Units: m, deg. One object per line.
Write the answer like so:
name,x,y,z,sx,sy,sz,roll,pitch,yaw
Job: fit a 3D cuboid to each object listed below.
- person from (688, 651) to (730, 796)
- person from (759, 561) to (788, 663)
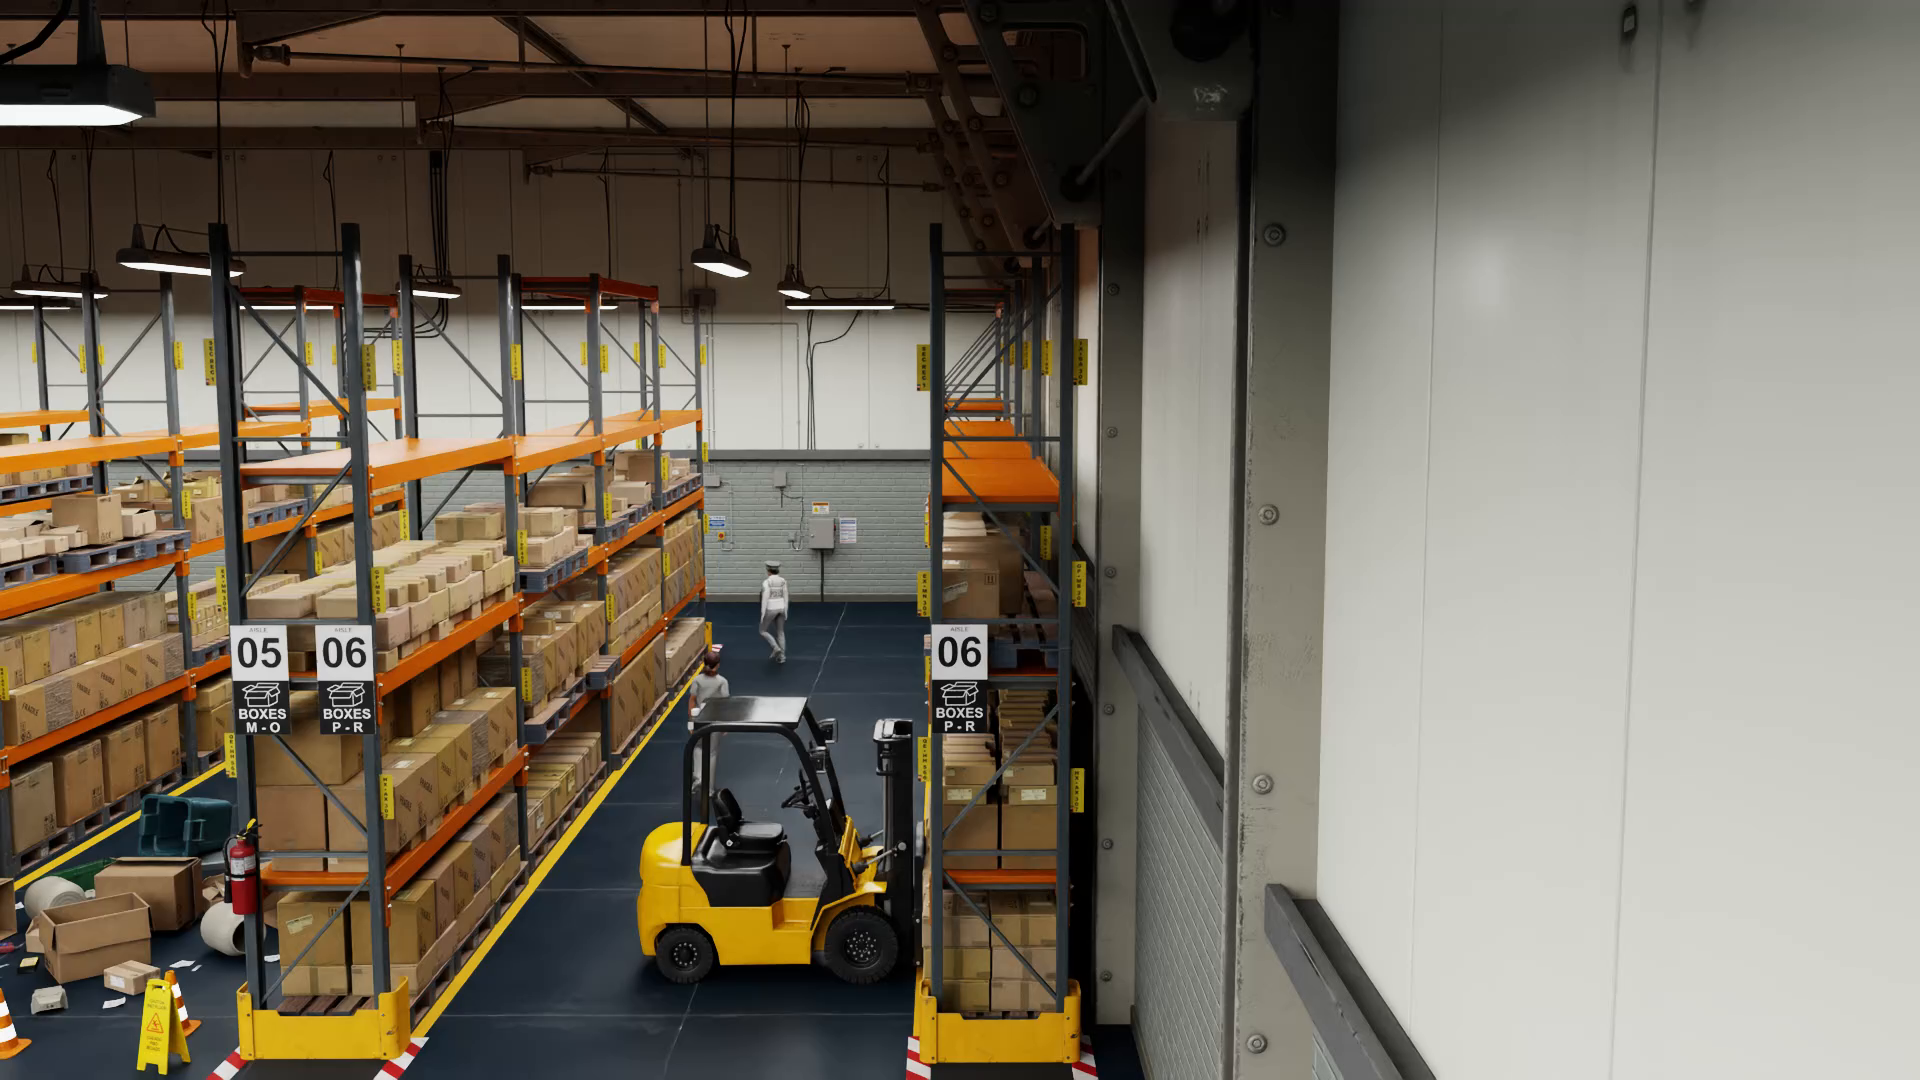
person,-2.882,2.109,19.070,0.481,1.670,0.463,0,7,2
person,-2.997,1.182,27.032,0.532,1.665,0.458,-6,9,-41
